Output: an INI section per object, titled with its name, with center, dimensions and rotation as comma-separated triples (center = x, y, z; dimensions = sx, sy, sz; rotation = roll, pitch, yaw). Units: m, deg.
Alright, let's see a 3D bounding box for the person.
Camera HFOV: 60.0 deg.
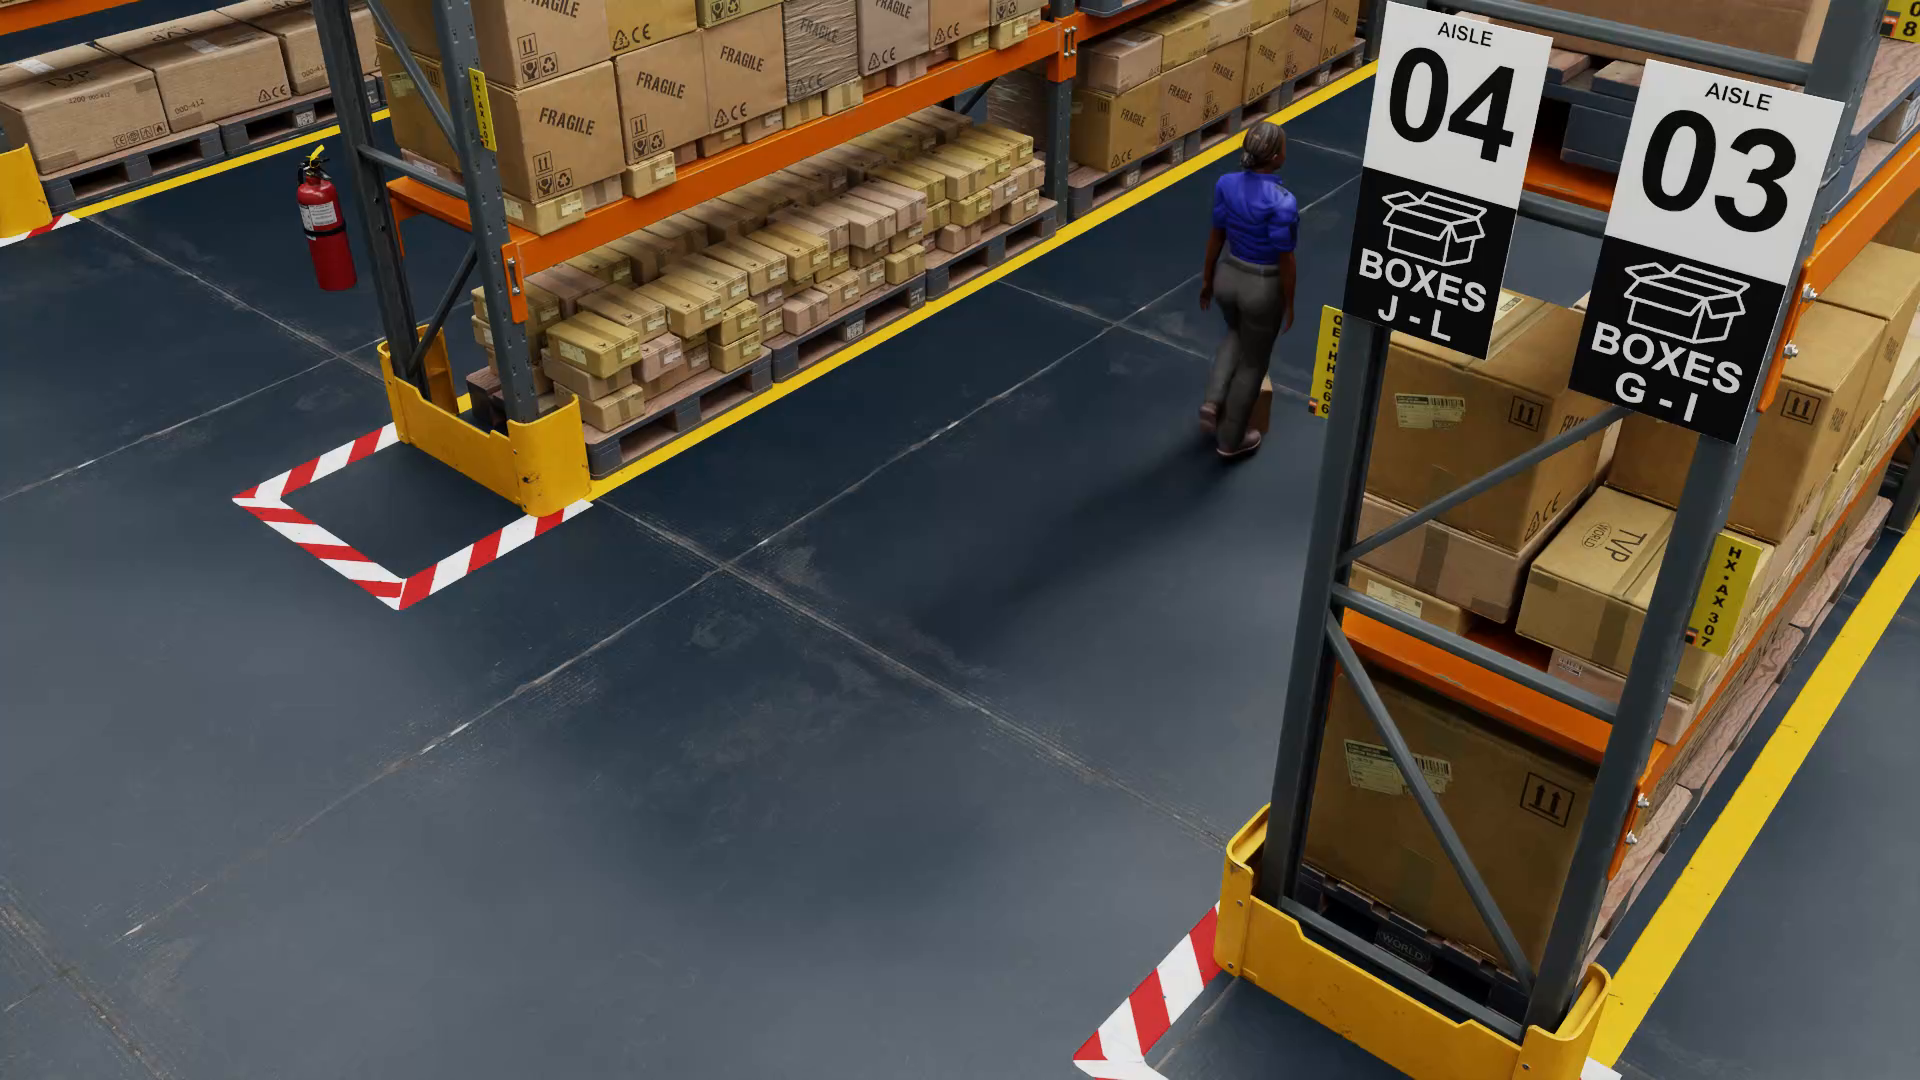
[person]
center = 1.380, -1.166, 7.766
dimensions = 0.426, 1.668, 0.484
rotation = -28, 44, -33
